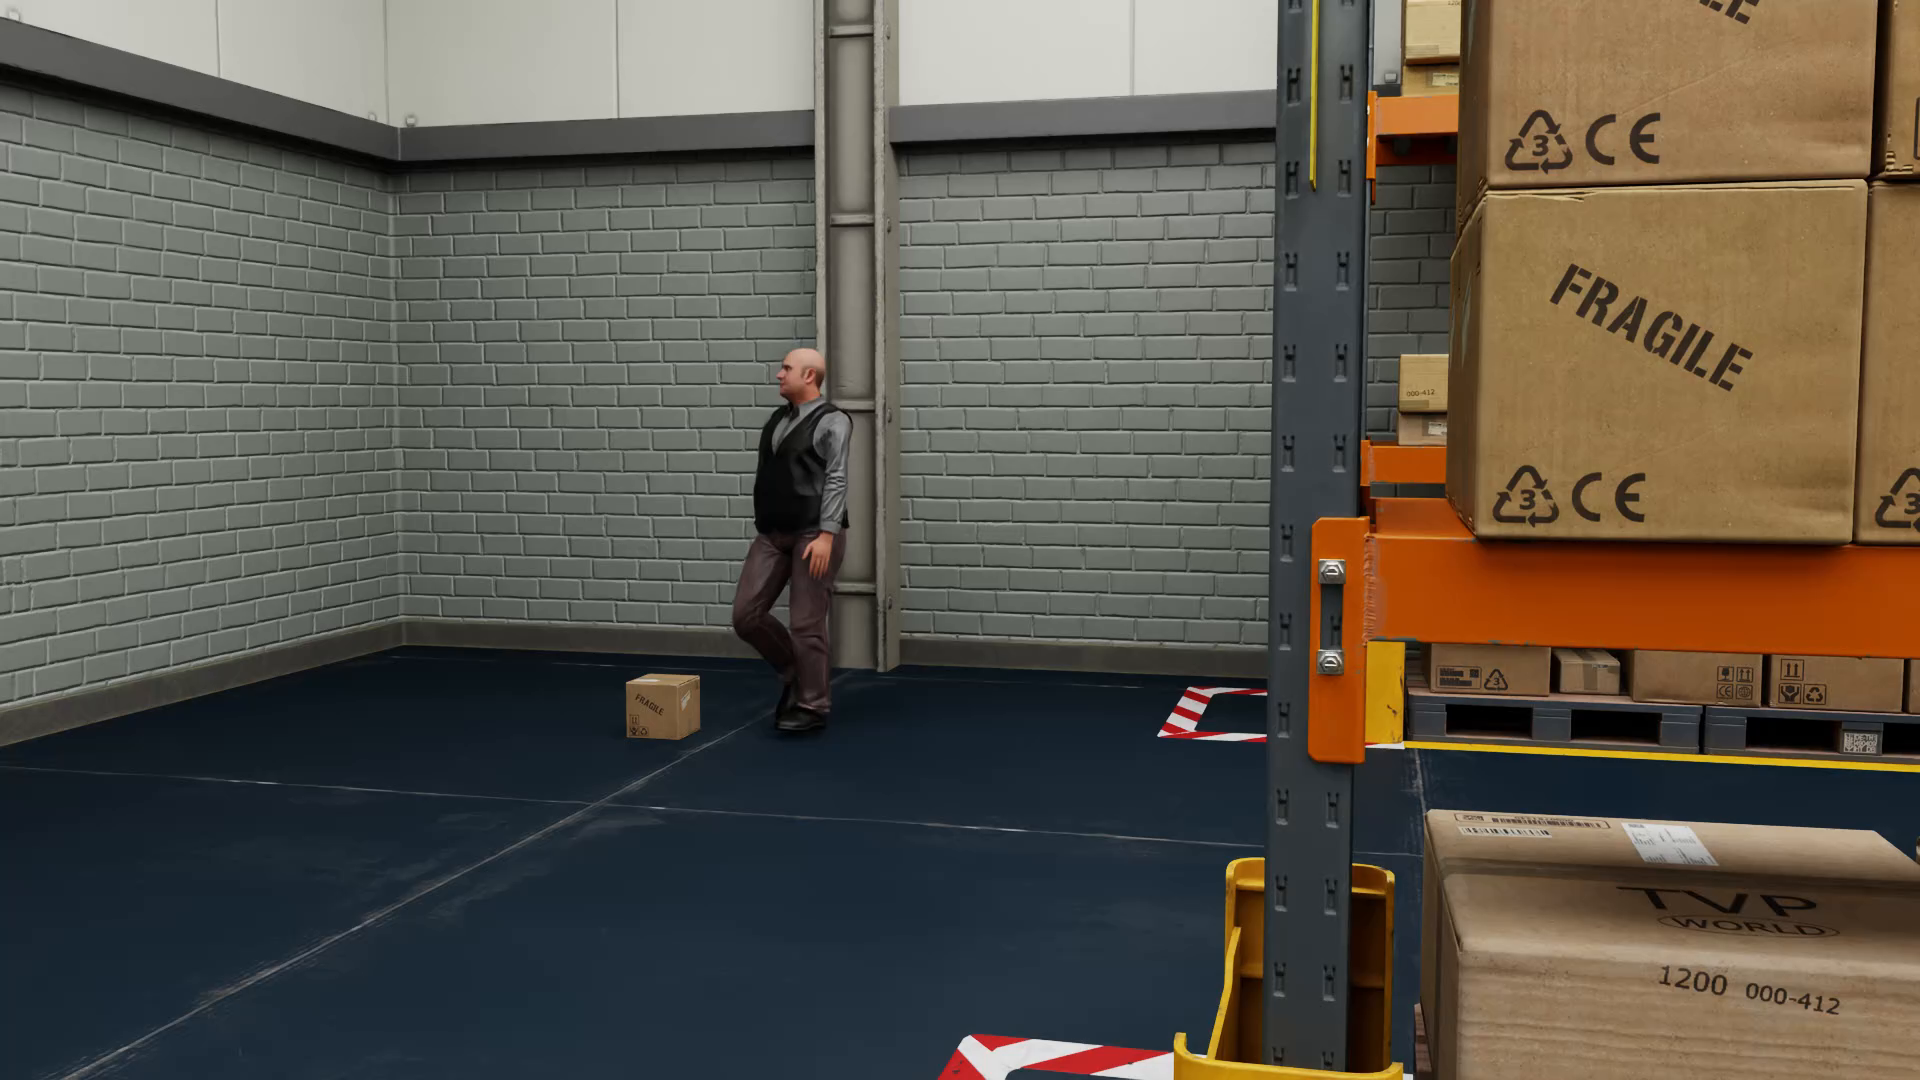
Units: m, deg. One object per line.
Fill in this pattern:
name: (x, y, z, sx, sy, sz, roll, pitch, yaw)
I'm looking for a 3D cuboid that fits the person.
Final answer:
person: (-0.738, 0.001, 7.446, 0.551, 1.713, 0.468, 3, 6, 35)
